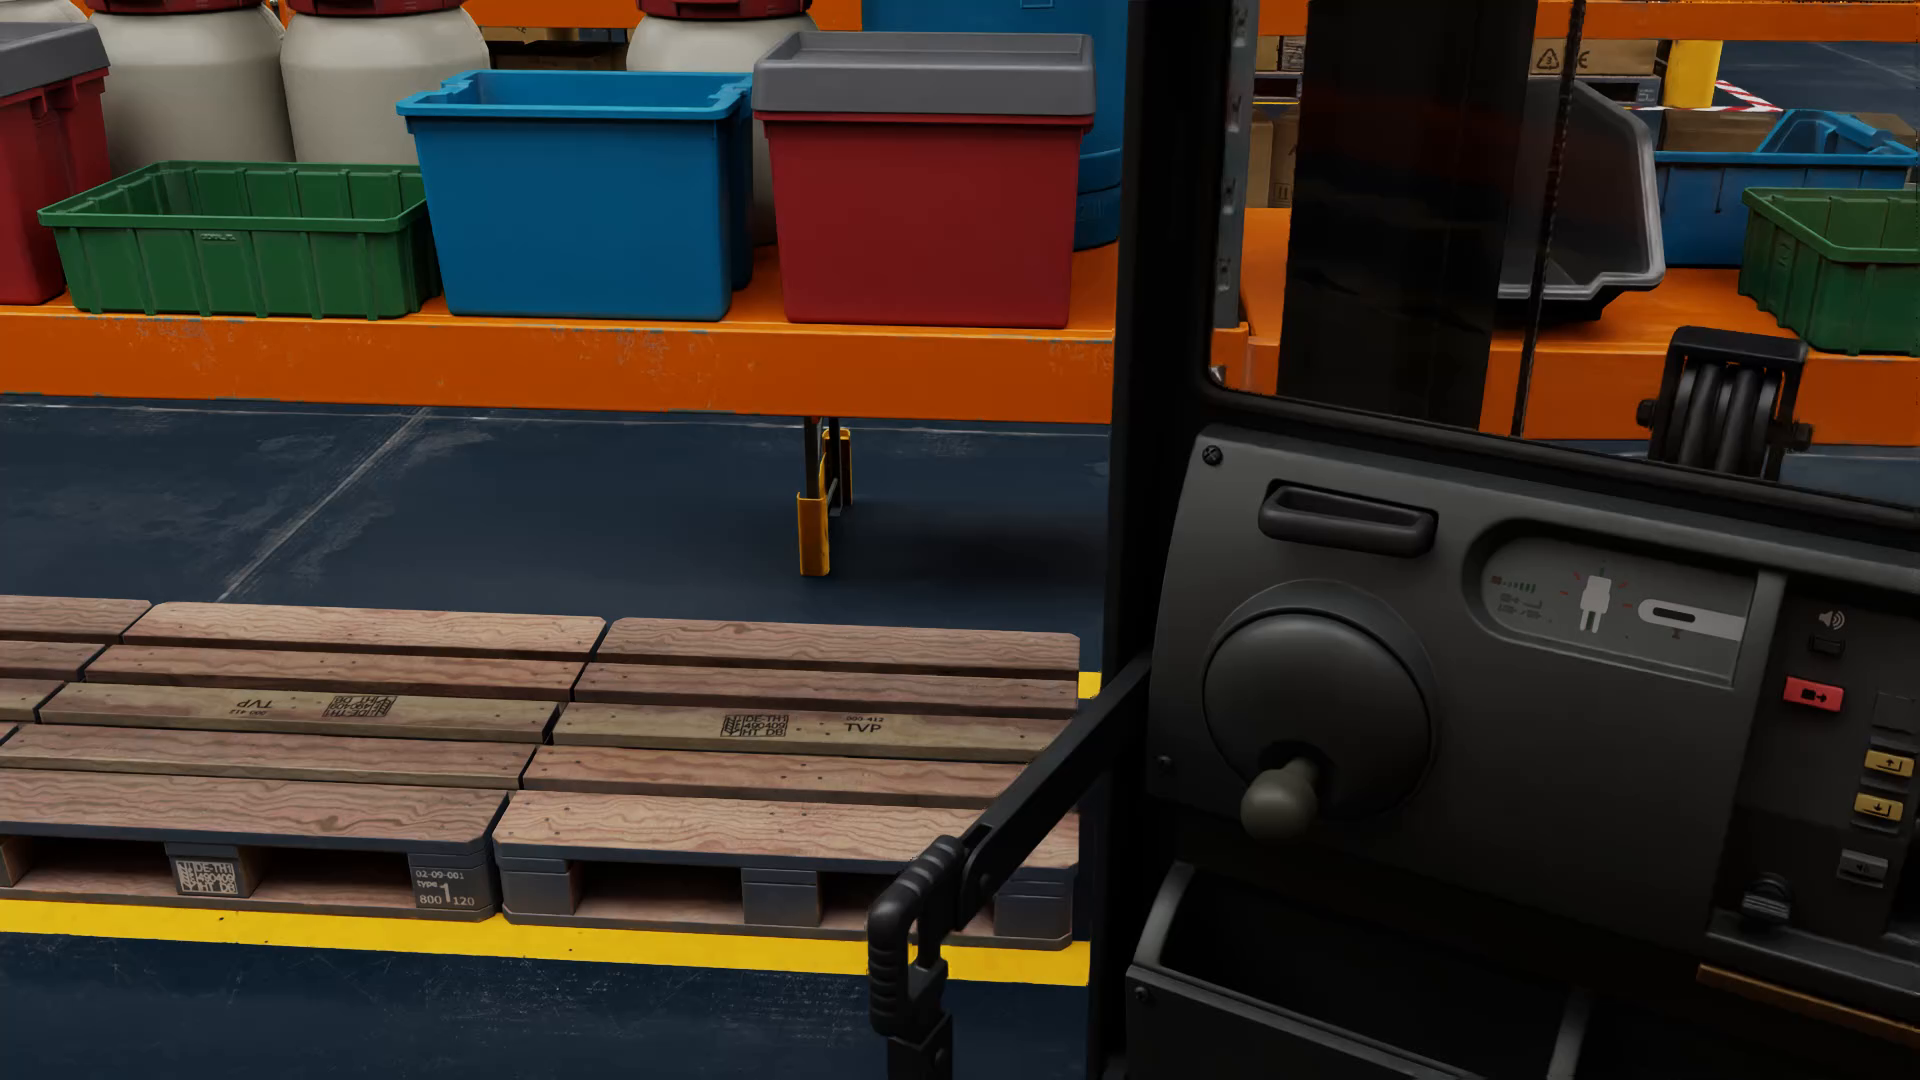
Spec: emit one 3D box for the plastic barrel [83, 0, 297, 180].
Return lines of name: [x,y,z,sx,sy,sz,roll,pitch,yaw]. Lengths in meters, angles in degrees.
plastic barrel: [-1.644,-0.957,3.579,0.433,0.535,0.433,0,25,0]

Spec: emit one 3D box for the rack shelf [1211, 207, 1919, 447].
rack shelf: [2.450,-0.345,3.272,4.000,0.370,1.077,2,25,4]

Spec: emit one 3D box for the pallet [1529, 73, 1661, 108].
pallet: [4.501,-3.463,12.523,1.213,0.211,1.003,2,25,4]

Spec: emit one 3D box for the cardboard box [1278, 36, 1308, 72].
cardboard box: [2.837,-4.013,12.423,0.875,0.875,0.875,2,25,4]

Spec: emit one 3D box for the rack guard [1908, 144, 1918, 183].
rack guard: [4.748,-1.539,7.997,0.348,0.500,1.175,2,25,4]

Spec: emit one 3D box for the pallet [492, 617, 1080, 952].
pallet: [-0.330,0.522,3.864,1.213,0.211,1.003,2,25,4]

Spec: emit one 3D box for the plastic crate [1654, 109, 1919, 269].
plastic crate: [1.581,-0.746,3.461,0.616,0.251,0.499,2,25,4]

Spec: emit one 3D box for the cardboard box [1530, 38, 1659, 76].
cardboard box: [4.623,-3.956,12.299,0.875,0.875,0.875,2,25,4]

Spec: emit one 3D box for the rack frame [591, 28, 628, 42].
rack frame: [-2.672,-4.992,12.511,0.127,3.000,1.000,2,25,4]

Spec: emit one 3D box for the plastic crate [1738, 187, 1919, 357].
plastic crate: [1.788,-0.479,2.955,0.662,0.188,0.450,2,25,4]

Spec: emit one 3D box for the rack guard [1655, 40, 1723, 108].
rack guard: [5.328,-3.600,12.476,0.348,0.500,1.175,2,25,4]

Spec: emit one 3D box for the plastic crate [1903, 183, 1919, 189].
plastic crate: [2.095,-0.670,3.433,0.437,0.136,0.530,2,25,4]

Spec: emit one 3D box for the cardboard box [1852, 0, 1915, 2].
cardboard box: [4.021,-2.476,7.343,0.250,0.149,0.380,2,25,4]

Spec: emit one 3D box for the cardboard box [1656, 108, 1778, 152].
cardboard box: [3.604,-1.759,7.973,0.500,0.500,0.500,8,26,18]

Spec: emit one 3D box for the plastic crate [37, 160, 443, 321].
plastic crate: [-1.302,-0.578,3.171,0.662,0.188,0.450,2,25,4]

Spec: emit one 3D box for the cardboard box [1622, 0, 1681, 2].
cardboard box: [3.020,-2.486,7.364,0.250,0.149,0.380,2,25,4]

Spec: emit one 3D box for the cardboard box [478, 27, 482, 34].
cardboard box: [-3.866,-3.978,12.794,0.500,0.500,0.500,3,25,6]

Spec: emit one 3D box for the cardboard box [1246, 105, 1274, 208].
cardboard box: [1.231,-1.826,8.118,0.500,0.500,0.500,1,25,2]

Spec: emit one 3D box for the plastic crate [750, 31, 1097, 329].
plastic crate: [-0.050,-0.653,3.004,0.583,0.464,0.402,2,25,4]

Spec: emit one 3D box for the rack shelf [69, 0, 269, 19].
rack shelf: [-5.147,-2.666,8.315,4.000,0.370,1.077,2,25,4]

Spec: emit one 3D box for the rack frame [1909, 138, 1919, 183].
rack frame: [4.824,-2.672,7.469,0.127,3.000,1.000,2,25,4]

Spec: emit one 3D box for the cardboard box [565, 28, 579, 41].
cardboard box: [-3.358,-4.177,13.226,0.500,0.500,0.500,1,25,2]

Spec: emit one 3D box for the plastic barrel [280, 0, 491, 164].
plastic barrel: [-1.212,-0.943,3.549,0.433,0.535,0.433,0,25,0]

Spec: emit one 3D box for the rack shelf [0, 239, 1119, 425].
rack shelf: [-1.538,-0.473,3.551,4.000,0.370,1.077,2,25,4]

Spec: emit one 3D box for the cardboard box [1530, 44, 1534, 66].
cardboard box: [3.746,-3.983,12.358,0.875,0.875,0.875,1,25,3]

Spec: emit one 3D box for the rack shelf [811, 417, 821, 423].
rack shelf: [0.085,-0.515,5.006,1.000,0.185,0.538,2,25,4]

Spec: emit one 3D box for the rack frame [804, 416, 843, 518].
rack frame: [-0.422,-0.695,4.966,0.032,1.500,0.500,2,25,4]

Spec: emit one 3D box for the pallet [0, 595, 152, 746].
pallet: [-2.762,0.444,4.033,1.213,0.211,1.003,2,25,4]

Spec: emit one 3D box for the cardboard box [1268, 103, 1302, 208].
cardboard box: [1.803,-1.811,8.085,0.500,0.500,0.500,10,27,21]

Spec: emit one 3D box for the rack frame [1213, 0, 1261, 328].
rack frame: [0.456,-0.736,3.261,0.127,3.000,1.000,2,25,4]

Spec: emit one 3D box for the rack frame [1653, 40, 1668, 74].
rack frame: [5.304,-4.736,11.955,0.127,3.000,1.000,2,25,4]

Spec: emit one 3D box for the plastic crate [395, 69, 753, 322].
plastic crate: [-0.667,-0.634,3.059,0.575,0.384,0.392,2,25,4]

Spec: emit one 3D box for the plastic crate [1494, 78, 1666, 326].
plastic crate: [0.969,-0.638,3.123,0.504,0.338,0.767,2,25,4]

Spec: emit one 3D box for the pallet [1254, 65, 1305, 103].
pallet: [2.068,-3.541,12.692,1.213,0.211,1.003,2,25,4]

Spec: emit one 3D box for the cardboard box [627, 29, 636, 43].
cardboard box: [-2.072,-4.104,12.770,0.750,0.750,1.050,2,25,3]

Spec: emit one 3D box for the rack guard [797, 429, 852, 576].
rack guard: [-0.421,-0.127,5.227,0.087,0.250,0.587,2,25,4]

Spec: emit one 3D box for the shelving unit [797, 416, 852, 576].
shelving unit: [0.076,-0.679,4.931,1.083,1.500,0.587,2,25,4]

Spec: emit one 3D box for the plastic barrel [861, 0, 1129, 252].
plastic barrel: [0.094,-1.102,3.458,0.708,0.901,0.600,2,25,4]

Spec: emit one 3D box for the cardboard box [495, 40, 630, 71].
cardboard box: [-1.953,-2.312,8.252,0.500,0.250,0.500,5,25,10]

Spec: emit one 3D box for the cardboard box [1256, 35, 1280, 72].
cardboard box: [1.938,-4.041,12.482,0.875,0.875,0.875,2,25,5]

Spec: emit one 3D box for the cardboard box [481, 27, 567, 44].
cardboard box: [-3.348,-3.960,12.755,0.500,0.500,0.500,2,25,4]

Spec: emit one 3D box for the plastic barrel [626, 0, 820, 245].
plastic barrel: [-0.481,-0.920,3.498,0.433,0.535,0.433,0,25,0]

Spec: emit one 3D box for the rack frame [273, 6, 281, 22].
rack frame: [-3.153,-2.928,8.026,0.127,3.000,1.000,2,25,4]

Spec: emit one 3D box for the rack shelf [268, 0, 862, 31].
rack shelf: [-1.159,-2.538,8.037,4.000,0.370,1.077,2,25,4]

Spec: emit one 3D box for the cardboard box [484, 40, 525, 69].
cardboard box: [-2.482,-2.324,8.280,0.500,0.250,0.500,3,25,6]

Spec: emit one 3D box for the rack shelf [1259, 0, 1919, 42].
rack shelf: [2.830,-2.410,7.759,4.000,0.370,1.077,2,25,4]

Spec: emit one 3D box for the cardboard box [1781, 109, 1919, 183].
cardboard box: [4.202,-1.755,7.963,0.500,0.500,0.500,6,25,14]

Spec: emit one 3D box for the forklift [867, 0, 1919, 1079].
forklift: [0.524,0.188,1.335,1.130,2.935,3.031,13,28,26]

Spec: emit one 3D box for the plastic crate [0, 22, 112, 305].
plastic crate: [-1.944,-0.714,3.136,0.583,0.464,0.402,2,25,4]

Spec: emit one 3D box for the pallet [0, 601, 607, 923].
pallet: [-1.549,0.484,3.946,1.213,0.211,1.003,2,25,4]

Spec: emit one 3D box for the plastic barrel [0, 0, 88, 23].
plastic barrel: [-2.070,-0.957,3.609,0.421,0.512,0.421,0,25,0]
